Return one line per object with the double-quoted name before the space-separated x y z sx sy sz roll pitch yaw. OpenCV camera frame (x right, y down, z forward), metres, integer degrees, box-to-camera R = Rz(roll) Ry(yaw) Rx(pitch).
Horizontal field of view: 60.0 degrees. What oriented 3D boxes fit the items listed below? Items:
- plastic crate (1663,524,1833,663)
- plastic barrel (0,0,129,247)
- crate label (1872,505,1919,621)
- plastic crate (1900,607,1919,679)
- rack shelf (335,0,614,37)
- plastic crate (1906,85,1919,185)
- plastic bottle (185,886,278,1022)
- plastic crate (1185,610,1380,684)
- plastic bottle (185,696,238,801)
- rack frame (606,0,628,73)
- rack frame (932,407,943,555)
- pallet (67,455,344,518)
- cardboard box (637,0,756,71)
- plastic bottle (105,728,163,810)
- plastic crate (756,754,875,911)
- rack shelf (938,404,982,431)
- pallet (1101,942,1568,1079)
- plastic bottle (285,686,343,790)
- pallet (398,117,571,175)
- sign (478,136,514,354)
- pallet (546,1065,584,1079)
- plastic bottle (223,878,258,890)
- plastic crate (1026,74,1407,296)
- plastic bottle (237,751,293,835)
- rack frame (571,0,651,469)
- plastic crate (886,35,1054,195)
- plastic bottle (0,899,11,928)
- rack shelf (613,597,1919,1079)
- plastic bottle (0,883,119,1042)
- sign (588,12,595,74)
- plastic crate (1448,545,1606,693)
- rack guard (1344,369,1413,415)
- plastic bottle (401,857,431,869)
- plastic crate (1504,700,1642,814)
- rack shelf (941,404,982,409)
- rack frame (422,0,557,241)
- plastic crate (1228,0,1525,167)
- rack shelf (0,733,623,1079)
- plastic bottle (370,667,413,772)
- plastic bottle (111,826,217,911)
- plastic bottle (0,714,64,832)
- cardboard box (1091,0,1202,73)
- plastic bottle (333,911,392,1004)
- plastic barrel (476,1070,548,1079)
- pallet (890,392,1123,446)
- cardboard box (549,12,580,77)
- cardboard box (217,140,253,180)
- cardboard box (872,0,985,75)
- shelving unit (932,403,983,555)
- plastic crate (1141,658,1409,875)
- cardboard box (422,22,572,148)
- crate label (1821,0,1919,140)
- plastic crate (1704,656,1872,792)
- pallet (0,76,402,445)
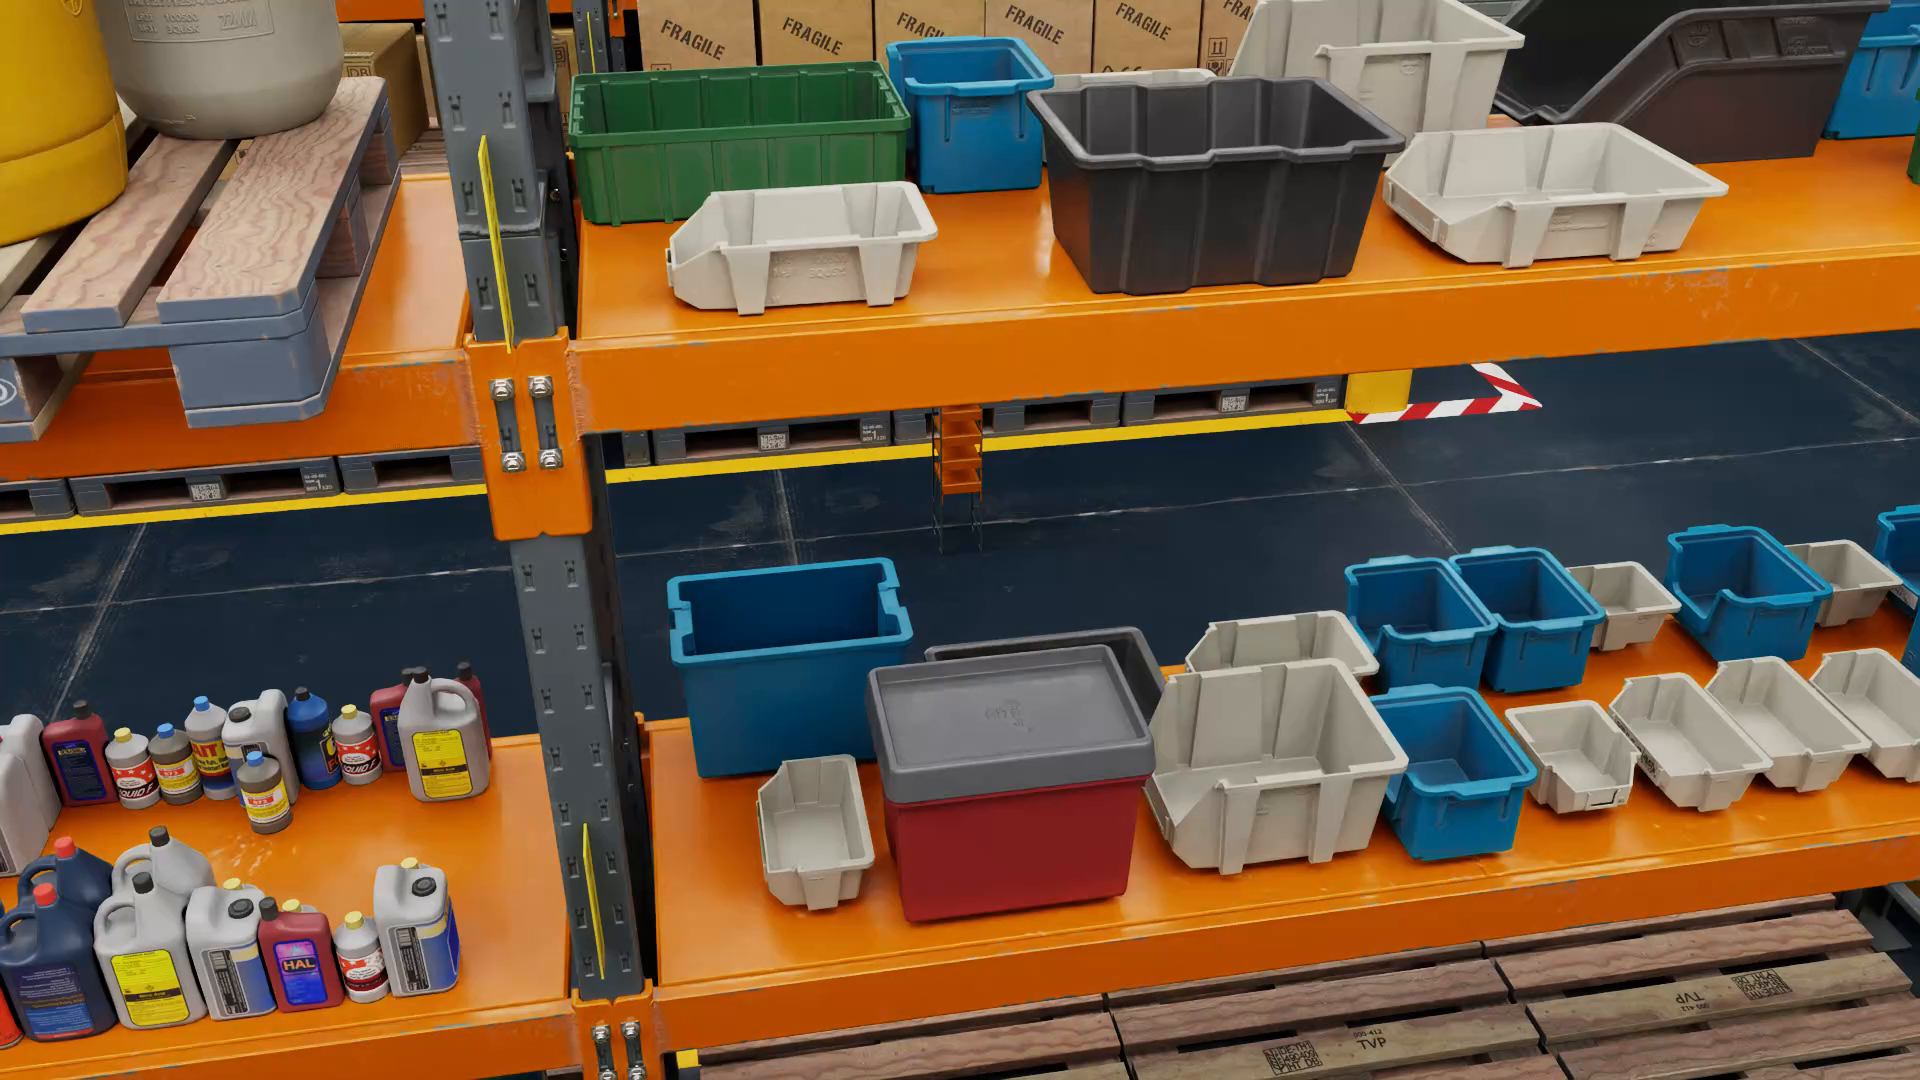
"plastic crate" 2.163 0.163 4.620 0.300 0.233 0.416 -5 31 -9
"plastic barrel" -1.684 -0.808 2.605 0.600 0.588 0.600 0 30 0
"crate label" 2.810 0.103 4.722 0.303 0.233 0.416 -5 31 -9
"plastic crate" 2.817 0.280 4.220 0.499 0.435 0.616 -5 31 -9
"rack shelf" -4.574 -3.884 12.105 4.000 0.370 1.077 -5 31 -9
"plastic crate" 2.193 -0.771 3.352 0.336 0.188 0.450 -5 31 -9
"plastic bottle" -1.511 0.847 3.473 0.135 0.276 0.152 -5 31 -9
"plastic crate" 0.836 0.342 4.410 0.466 0.136 0.293 -5 31 -9
"plastic bottle" -1.825 0.501 4.065 0.097 0.271 0.097 0 30 0
"rack frame" -2.607 -4.376 12.234 0.127 3.000 1.000 -5 31 -9
"rack frame" -0.104 -0.508 7.429 0.006 1.200 0.240 -5 31 -9
"pallet" -3.707 -0.499 8.390 1.213 0.211 1.003 -5 31 -9
"cardboard box" -1.197 -2.284 7.590 0.500 0.500 0.500 -5 31 -8
"plastic bottle" -2.017 0.549 4.053 0.097 0.201 0.097 0 30 0
"plastic crate" -0.339 0.680 3.836 0.243 0.136 0.396 -5 31 -9
"rack shelf" -0.014 -0.581 7.405 0.180 0.103 0.258 -5 31 -9
"pallet" 1.097 1.566 4.879 1.213 0.211 1.003 -5 31 -9
"plastic bottle" -1.597 0.480 4.101 0.097 0.271 0.097 0 30 0
"pallet" -2.517 -1.806 8.051 1.213 0.211 1.003 -5 31 -9
"sign" -0.725 -0.459 2.604 0.005 0.325 0.100 -5 31 -9
"pallet" -1.589 1.815 4.455 1.213 0.211 1.003 -5 31 -9
"plastic bottle" -1.552 0.819 3.594 0.097 0.201 0.097 0 30 0
"plastic crate" 0.449 -0.650 3.066 0.590 0.269 0.497 -5 31 -9
"plastic bottle" -1.665 0.595 3.975 0.097 0.201 0.097 0 30 0
"rack frame" -1.711 -1.907 8.034 0.127 3.000 1.000 -5 31 -9
"plastic crate" 0.016 -0.900 3.527 0.300 0.233 0.416 -5 31 -9
"plastic bottle" -2.048 0.835 3.498 0.097 0.271 0.097 0 30 0
"rack shelf" 1.145 0.691 4.326 4.000 0.370 1.077 -5 31 -9
"plastic bottle" -1.849 0.848 3.397 0.185 0.351 0.144 -5 31 -9
"sign" -1.607 -2.130 7.270 0.005 0.325 0.100 -5 31 -9
"plastic crate" 1.515 0.223 4.518 0.300 0.233 0.416 -5 31 -9
"rack guard" 2.149 -1.188 9.277 0.348 0.500 1.175 -5 31 -9
"plastic bottle" -1.193 0.785 3.651 0.097 0.201 0.097 0 30 0
"plastic crate" 1.498 0.544 4.067 0.250 0.136 0.298 -5 31 -9
"rack shelf" -0.014 -0.684 7.344 0.180 0.103 0.258 -5 31 -9
"rack frame" -0.822 -2.023 2.312 0.127 3.000 1.000 -5 31 -9
"plastic crate" 0.877 -0.996 3.641 0.530 0.282 0.437 -5 31 -9
"rack shelf" -2.790 1.056 3.705 4.000 0.370 1.077 -5 31 -9
"plastic bottle" -1.391 0.446 4.147 0.133 0.283 0.061 -5 31 -9
"plastic bottle" -1.694 0.759 3.548 0.185 0.351 0.144 -5 31 -9
"plastic bottle" -2.257 0.553 3.972 0.135 0.276 0.152 -5 31 -9
"cardboard box" 0.830 -2.472 7.910 0.500 0.500 0.500 -4 31 -8
"plastic bottle" -1.261 0.870 3.507 0.097 0.201 0.097 0 30 0
"plastic barrel" -1.361 1.328 4.189 0.708 0.901 0.600 -5 31 -9
"pallet" 0.167 -0.880 9.039 1.213 0.211 1.003 -5 31 -9
"cardboard box" -3.223 -3.507 12.461 0.750 0.750 0.750 -5 31 -8
"cardboard box" -3.438 -1.939 7.575 0.500 0.500 0.700 -13 33 -21
"cardboard box" -0.184 -2.378 7.749 0.500 0.500 0.500 -6 31 -10
"shelving unit" -0.014 -0.516 7.444 0.189 1.200 0.258 -5 31 -9
"plastic crate" 0.713 0.541 3.929 0.530 0.282 0.437 -5 31 -9
"cardboard box" -2.217 -2.199 8.018 0.500 0.500 0.700 -16 34 -25
"crate label" 2.147 -1.108 3.862 0.502 0.251 0.408 -5 31 -9
"plastic crate" 2.055 0.470 4.193 0.243 0.136 0.396 -5 31 -9
"pallet" -1.576 -0.528 2.916 1.003 0.211 1.213 -5 31 -9
